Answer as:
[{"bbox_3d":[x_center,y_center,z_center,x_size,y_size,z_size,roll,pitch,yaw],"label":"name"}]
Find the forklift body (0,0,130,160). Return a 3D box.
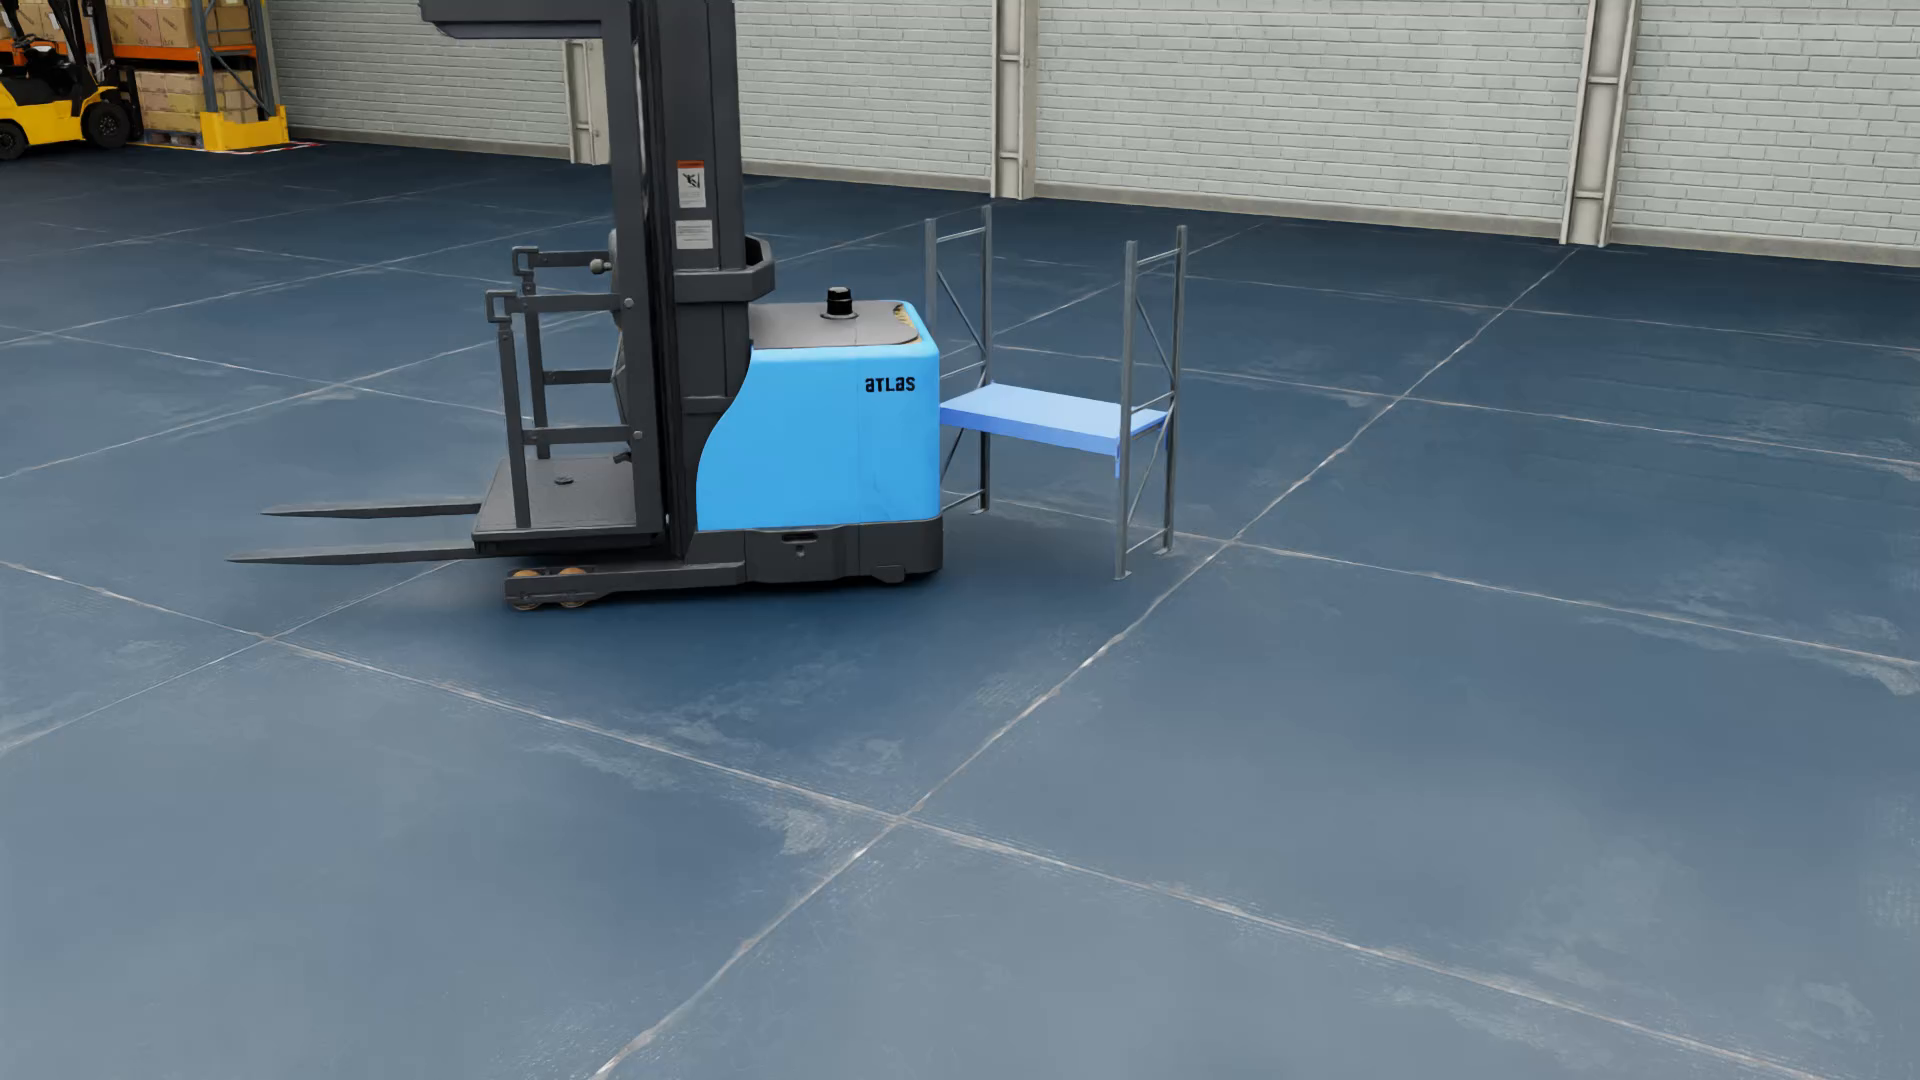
[{"bbox_3d":[-12.275,-6.159,21.689,1.214,2.155,2.313,11,23,27],"label":"forklift body"}]

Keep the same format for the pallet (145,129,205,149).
[{"bbox_3d":[-10.418,-5.589,22.964,1.213,0.211,1.003,11,23,27],"label":"pallet"}]

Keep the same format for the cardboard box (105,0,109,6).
[{"bbox_3d":[-11.475,-7.386,22.730,0.250,0.149,0.380,11,22,27],"label":"cardboard box"}]

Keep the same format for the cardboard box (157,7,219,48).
[{"bbox_3d":[-10.287,-6.836,22.165,0.500,0.500,0.500,10,22,26],"label":"cardboard box"}]

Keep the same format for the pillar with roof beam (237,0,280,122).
[{"bbox_3d":[-11.997,-8.708,18.675,0.400,9.000,9.100,11,23,27],"label":"pillar with roof beam"}]

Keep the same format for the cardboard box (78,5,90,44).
[{"bbox_3d":[-12.056,-7.180,23.115,0.500,0.500,0.500,11,22,27],"label":"cardboard box"}]

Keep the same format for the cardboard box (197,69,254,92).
[{"bbox_3d":[-10.057,-6.296,22.774,0.500,0.250,0.500,10,22,26],"label":"cardboard box"}]

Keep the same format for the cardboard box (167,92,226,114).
[{"bbox_3d":[-10.307,-5.913,22.451,0.500,0.250,0.500,10,22,27],"label":"cardboard box"}]

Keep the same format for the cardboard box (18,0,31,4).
[{"bbox_3d":[-13.072,-7.671,23.516,0.250,0.149,0.380,10,22,26],"label":"cardboard box"}]

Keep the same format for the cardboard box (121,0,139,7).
[{"bbox_3d":[-11.070,-7.282,22.442,0.250,0.149,0.380,10,22,26],"label":"cardboard box"}]

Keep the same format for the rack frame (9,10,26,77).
[{"bbox_3d":[-13.222,-7.451,24.006,0.127,3.000,1.000,11,23,27],"label":"rack frame"}]

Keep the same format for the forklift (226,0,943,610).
[{"bbox_3d":[-1.636,-1.273,7.077,3.031,2.935,1.130,-3,20,-8],"label":"forklift"}]

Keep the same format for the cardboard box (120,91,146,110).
[{"bbox_3d":[-11.201,-6.079,22.909,0.500,0.250,0.500,10,22,26],"label":"cardboard box"}]

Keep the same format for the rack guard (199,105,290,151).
[{"bbox_3d":[-9.709,-5.606,22.587,0.348,0.500,1.175,11,23,27],"label":"rack guard"}]

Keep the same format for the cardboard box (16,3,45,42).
[{"bbox_3d":[-12.962,-7.346,23.571,0.500,0.500,0.500,10,22,26],"label":"cardboard box"}]

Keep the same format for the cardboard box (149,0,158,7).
[{"bbox_3d":[-10.603,-7.207,22.235,0.250,0.149,0.380,11,23,28],"label":"cardboard box"}]

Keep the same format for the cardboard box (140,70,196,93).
[{"bbox_3d":[-10.732,-6.227,22.583,0.500,0.250,0.500,11,23,28],"label":"cardboard box"}]

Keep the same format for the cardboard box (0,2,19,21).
[{"bbox_3d":[-13.775,-7.621,23.961,0.500,0.250,0.500,10,22,26],"label":"cardboard box"}]

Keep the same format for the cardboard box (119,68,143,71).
[{"bbox_3d":[-11.616,-6.395,23.045,0.500,0.250,0.500,10,22,26],"label":"cardboard box"}]

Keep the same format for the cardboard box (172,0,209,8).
[{"bbox_3d":[-10.169,-7.112,21.973,0.250,0.149,0.380,11,23,28],"label":"cardboard box"}]

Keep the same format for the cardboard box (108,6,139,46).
[{"bbox_3d":[-11.183,-7.010,22.645,0.500,0.500,0.500,10,22,26],"label":"cardboard box"}]

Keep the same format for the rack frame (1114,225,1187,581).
[{"bbox_3d":[0.838,-0.595,7.307,0.032,1.500,0.500,13,24,32],"label":"rack frame"}]

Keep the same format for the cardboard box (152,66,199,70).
[{"bbox_3d":[-10.926,-6.465,23.239,0.500,0.250,0.500,11,22,27],"label":"cardboard box"}]

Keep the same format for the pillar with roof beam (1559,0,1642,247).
[{"bbox_3d":[3.717,-5.715,10.423,0.400,9.000,9.100,11,23,27],"label":"pillar with roof beam"}]

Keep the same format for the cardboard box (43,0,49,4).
[{"bbox_3d":[-12.604,-7.594,23.302,0.250,0.149,0.380,11,23,27],"label":"cardboard box"}]

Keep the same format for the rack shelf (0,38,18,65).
[{"bbox_3d":[-14.968,-7.445,25.045,4.000,0.370,1.077,11,23,27],"label":"rack shelf"}]

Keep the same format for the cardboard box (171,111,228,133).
[{"bbox_3d":[-10.294,-5.674,22.525,0.500,0.250,0.500,11,23,28],"label":"cardboard box"}]

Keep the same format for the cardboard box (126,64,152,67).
[{"bbox_3d":[-11.813,-6.633,23.703,0.500,0.250,0.500,11,23,28],"label":"cardboard box"}]

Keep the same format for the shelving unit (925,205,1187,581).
[{"bbox_3d":[0.417,-0.693,7.575,1.048,1.500,0.538,13,24,32],"label":"shelving unit"}]

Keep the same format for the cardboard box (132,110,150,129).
[{"bbox_3d":[-11.156,-5.846,22.998,0.500,0.250,0.500,11,23,28],"label":"cardboard box"}]

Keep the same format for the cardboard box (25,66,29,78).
[{"bbox_3d":[-12.952,-6.652,23.753,0.500,0.250,0.500,10,22,26],"label":"cardboard box"}]
